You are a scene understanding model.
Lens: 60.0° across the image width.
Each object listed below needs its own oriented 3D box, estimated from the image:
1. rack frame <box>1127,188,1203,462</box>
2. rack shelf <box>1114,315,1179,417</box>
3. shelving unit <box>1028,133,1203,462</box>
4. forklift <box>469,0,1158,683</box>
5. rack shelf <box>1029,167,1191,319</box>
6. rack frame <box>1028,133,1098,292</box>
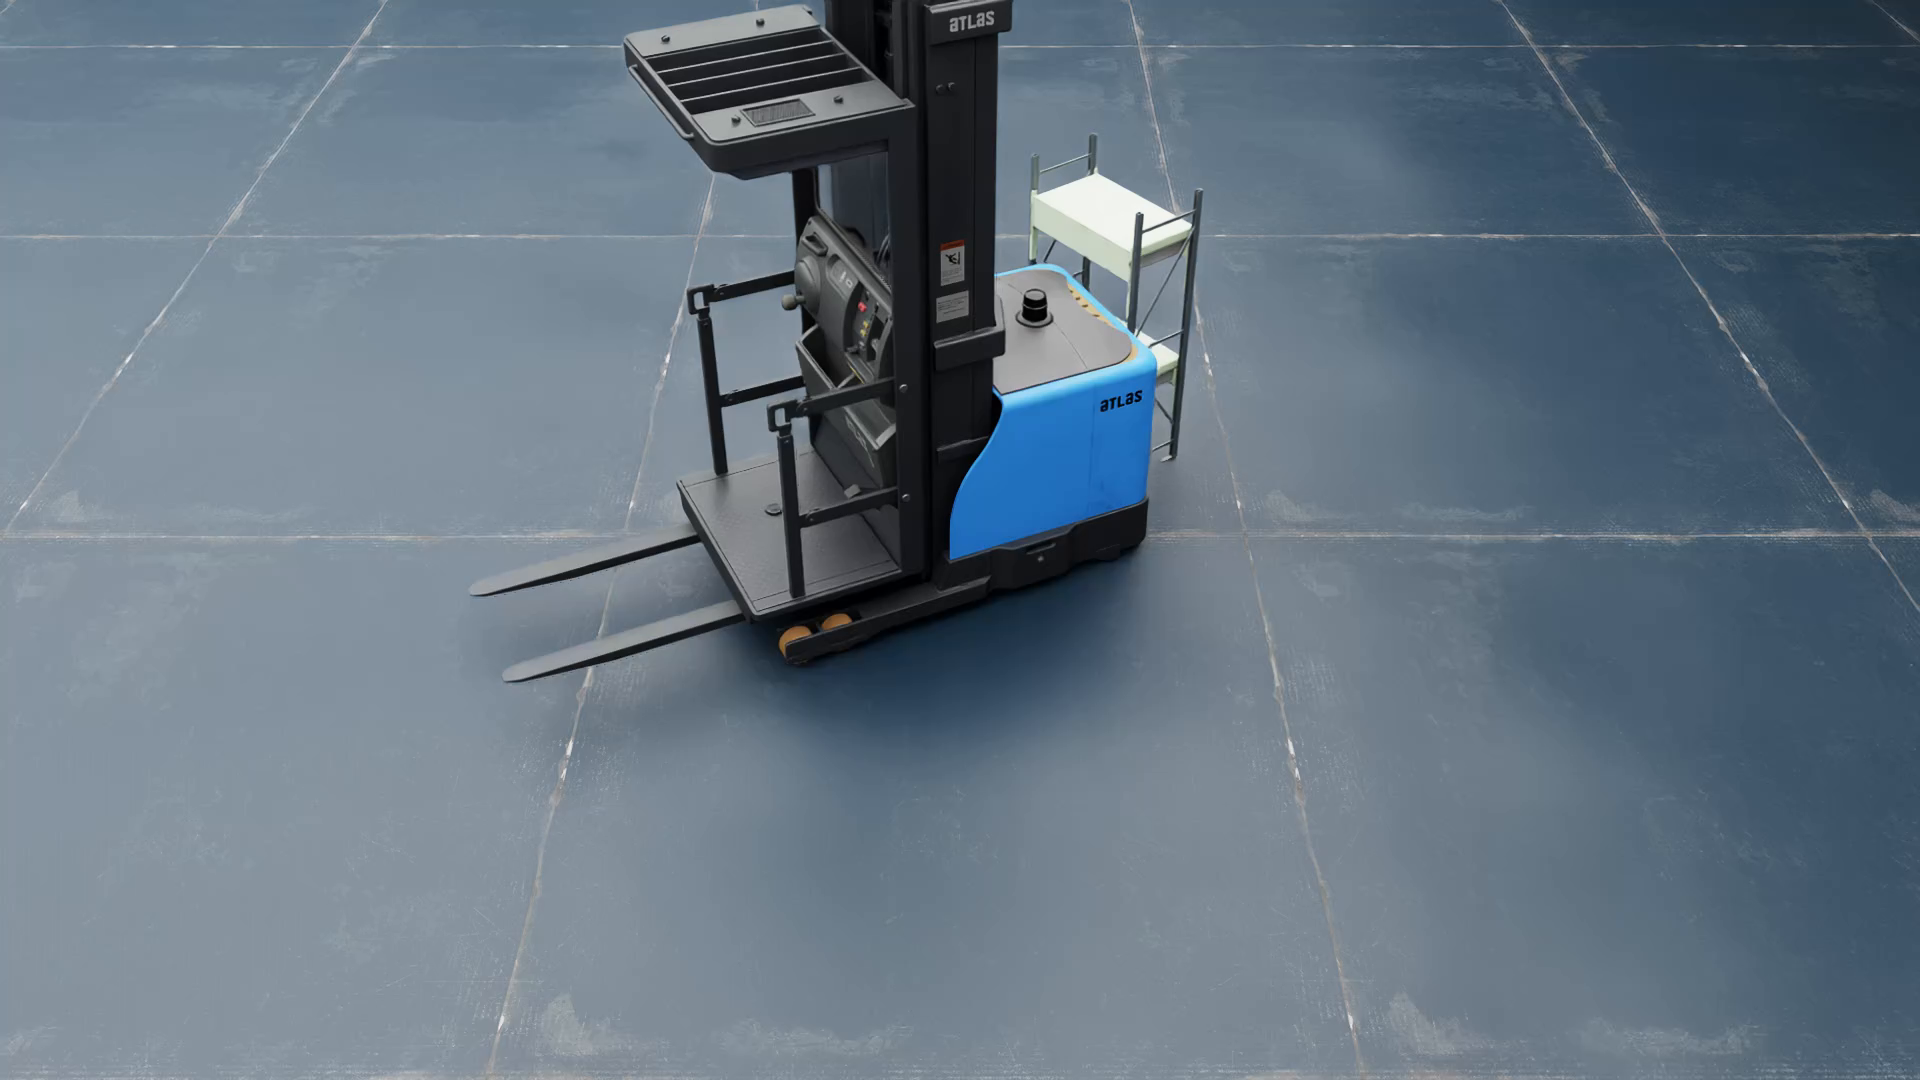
[{"bbox_3d":[0.947,-0.944,7.975,0.400,1.500,0.023,-26,45,-28],"label":"rack frame"},{"bbox_3d":[0.724,-0.871,8.405,0.431,0.370,0.720,-26,45,-28],"label":"rack shelf"},{"bbox_3d":[0.724,-1.126,8.201,0.431,1.500,0.755,-26,45,-28],"label":"shelving unit"},{"bbox_3d":[-0.671,-0.977,6.871,3.031,2.935,1.130,-17,42,-20],"label":"forklift"},{"bbox_3d":[0.724,-1.430,7.957,0.431,0.370,0.720,-26,45,-28],"label":"rack shelf"},{"bbox_3d":[0.501,-1.307,8.428,0.400,1.500,0.023,-26,45,-28],"label":"rack frame"}]
